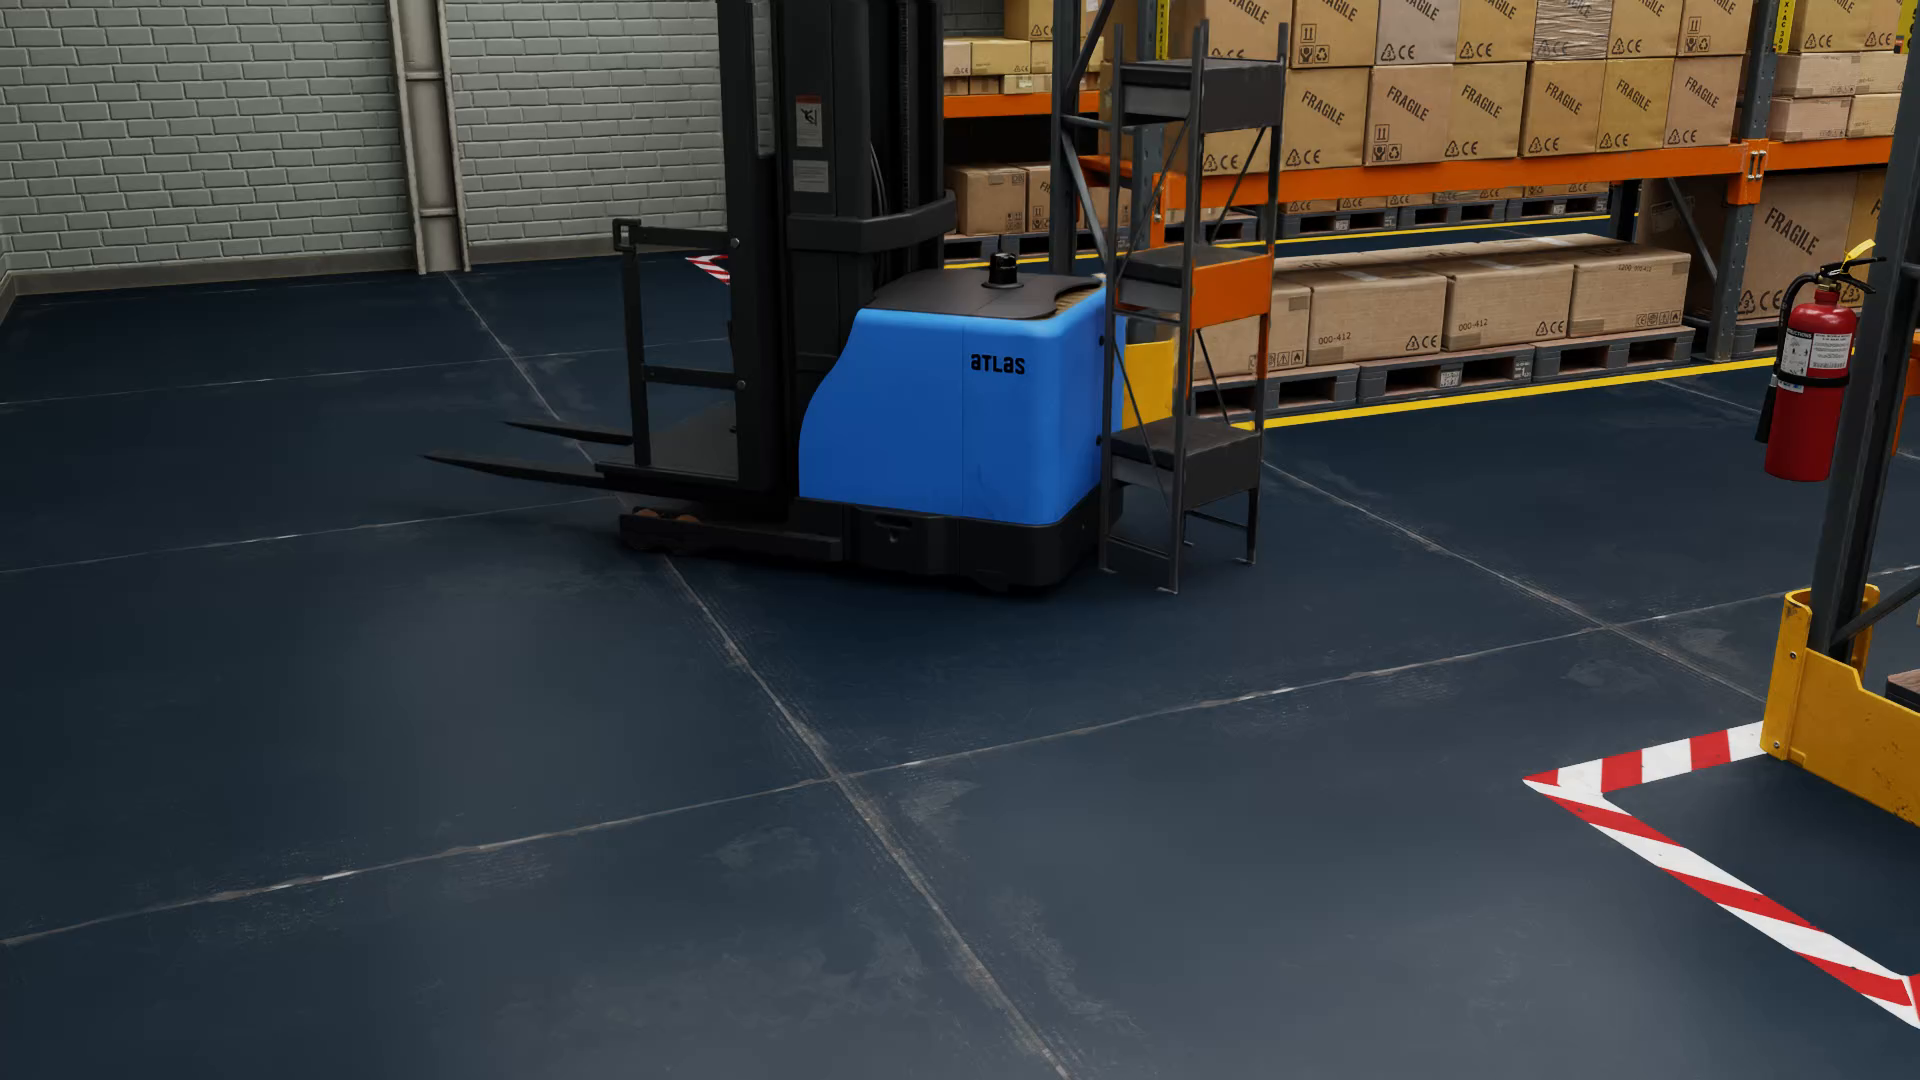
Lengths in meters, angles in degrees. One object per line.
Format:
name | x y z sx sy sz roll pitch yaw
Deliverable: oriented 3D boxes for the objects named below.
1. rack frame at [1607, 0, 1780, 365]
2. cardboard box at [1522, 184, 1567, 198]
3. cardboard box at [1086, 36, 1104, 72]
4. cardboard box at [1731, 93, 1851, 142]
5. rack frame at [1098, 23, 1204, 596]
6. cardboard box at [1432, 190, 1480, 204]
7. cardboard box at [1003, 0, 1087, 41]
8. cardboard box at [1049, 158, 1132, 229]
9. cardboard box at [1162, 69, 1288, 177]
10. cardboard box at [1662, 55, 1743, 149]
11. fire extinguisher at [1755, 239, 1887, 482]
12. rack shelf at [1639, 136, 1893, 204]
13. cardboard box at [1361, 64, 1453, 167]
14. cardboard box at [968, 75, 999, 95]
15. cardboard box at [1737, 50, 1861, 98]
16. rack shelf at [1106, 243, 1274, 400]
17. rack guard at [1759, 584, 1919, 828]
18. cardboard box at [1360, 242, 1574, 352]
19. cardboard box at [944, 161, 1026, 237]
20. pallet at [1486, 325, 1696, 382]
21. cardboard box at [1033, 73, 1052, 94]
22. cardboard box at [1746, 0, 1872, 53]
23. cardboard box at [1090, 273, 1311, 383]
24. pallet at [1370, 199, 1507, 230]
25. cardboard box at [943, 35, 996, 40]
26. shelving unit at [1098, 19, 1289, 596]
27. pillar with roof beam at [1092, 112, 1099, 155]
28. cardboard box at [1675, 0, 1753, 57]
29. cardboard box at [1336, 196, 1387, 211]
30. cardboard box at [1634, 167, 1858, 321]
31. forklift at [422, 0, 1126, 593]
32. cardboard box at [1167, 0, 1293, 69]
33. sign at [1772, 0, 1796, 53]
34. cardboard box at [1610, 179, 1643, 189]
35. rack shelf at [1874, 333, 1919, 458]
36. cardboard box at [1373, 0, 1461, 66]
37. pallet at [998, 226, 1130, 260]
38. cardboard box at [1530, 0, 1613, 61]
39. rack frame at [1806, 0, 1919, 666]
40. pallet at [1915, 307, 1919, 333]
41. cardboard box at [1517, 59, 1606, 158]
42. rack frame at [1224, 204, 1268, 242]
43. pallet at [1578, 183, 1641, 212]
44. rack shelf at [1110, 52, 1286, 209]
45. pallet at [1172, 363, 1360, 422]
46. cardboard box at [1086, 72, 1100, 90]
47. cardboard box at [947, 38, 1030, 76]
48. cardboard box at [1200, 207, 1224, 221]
rack frame | 4.412 -2.633 9.983 0.127 3.000 1.000 -8 21 -22
cardboard box | 5.348 -3.507 15.598 0.500 0.500 0.500 -8 21 -23
cardboard box | 1.154 -3.942 13.480 0.500 0.250 0.500 -8 21 -22
cardboard box | 4.921 -2.539 9.944 0.500 0.250 0.500 -9 21 -23
rack frame | 0.696 -0.824 6.199 0.015 2.100 0.400 -17 26 -40
cardboard box | 4.399 -3.364 15.190 0.500 0.500 0.500 -9 21 -24
cardboard box | 0.670 -4.218 13.134 0.500 0.500 0.500 -8 21 -21
cardboard box | 1.122 -2.928 13.952 0.500 0.500 0.700 -9 21 -24
cardboard box | 1.294 -2.129 8.403 0.500 0.500 0.500 -8 21 -22
cardboard box | 4.087 -2.541 9.572 0.500 0.500 0.500 -8 21 -21
fire extinguisher | 2.379 -0.506 4.620 0.183 0.674 0.296 -8 21 -22
rack shelf | 6.248 -2.557 10.850 4.000 0.370 1.077 -8 21 -22
cardboard box | 2.221 -2.266 8.790 0.500 0.500 0.500 -8 21 -22
cardboard box | 0.121 -3.605 13.122 0.250 0.149 0.380 -8 21 -21
cardboard box | 4.928 -2.770 9.845 0.500 0.250 0.500 -9 21 -23
rack shelf | 0.874 -0.866 6.362 0.480 0.518 0.431 -17 26 -40
rack guard | 2.862 0.559 4.683 0.348 0.500 1.175 -8 21 -22
cardboard box | 2.971 -1.455 9.862 0.875 0.438 0.875 -9 21 -24
cardboard box | 0.169 -2.791 13.564 0.500 0.500 0.700 -7 21 -20
pallet | 3.683 -1.241 10.230 1.213 0.211 1.003 -8 21 -22
cardboard box | 0.616 -3.656 13.267 0.250 0.149 0.380 -8 21 -21
cardboard box | 4.930 -3.122 9.716 0.500 0.500 0.500 -8 21 -21
cardboard box | 1.306 -1.214 9.178 0.875 0.438 0.875 -9 21 -24
pallet | 4.296 -3.111 15.540 1.213 0.211 1.003 -8 21 -22
cardboard box | 0.017 -3.962 13.536 0.500 0.250 0.500 -7 21 -20
shelving unit | 0.874 -0.879 6.357 0.503 2.100 0.431 -17 26 -40
pillar with roof beam | 3.151 -5.846 10.076 0.400 9.000 9.100 -8 21 -22
cardboard box | 4.088 -3.005 9.385 0.500 0.500 0.500 -8 21 -22
cardboard box | 3.461 -3.233 14.819 0.500 0.500 0.500 -8 21 -23
cardboard box | 4.950 -1.935 10.567 0.875 0.875 0.875 -7 21 -20
forklift | -0.872 -1.471 6.788 3.031 2.935 1.130 7 21 20
cardboard box | 1.293 -2.602 8.239 0.500 0.500 0.500 -9 21 -23
sign | 4.633 -2.910 9.346 0.005 0.325 0.100 -8 21 -22
cardboard box | 6.693 -3.828 16.321 0.625 0.625 0.875 -7 21 -20
rack shelf | 4.629 -0.534 5.106 4.000 0.370 1.077 -8 21 -22
cardboard box | 2.234 -2.742 8.637 0.500 0.500 0.500 -8 21 -22
pallet | 0.690 -2.579 14.029 1.213 0.211 1.003 -8 21 -22
cardboard box | 3.155 -2.871 9.004 0.500 0.500 0.500 -8 21 -21
rack frame | 2.793 -0.610 4.239 0.127 3.000 1.000 -8 21 -22
pallet | 6.213 -1.604 11.259 1.213 0.211 1.003 -8 21 -22
cardboard box | 3.161 -2.401 9.174 0.500 0.500 0.500 -8 21 -23
rack frame | 2.442 -4.146 14.281 0.127 3.000 1.000 -8 21 -22
pallet | 6.887 -3.453 16.512 1.213 0.211 1.003 -8 21 -22
rack shelf | 0.874 -1.526 6.129 0.480 0.518 0.431 -17 26 -40
pallet | 1.442 -0.920 9.318 1.213 0.211 1.003 -8 21 -22
cardboard box | 1.034 -3.758 13.557 0.250 0.149 0.380 -8 21 -21
cardboard box | 0.220 -3.801 13.079 0.500 0.250 0.500 -9 21 -23
cardboard box | 2.047 -2.837 14.222 0.250 0.149 0.380 -9 21 -24
